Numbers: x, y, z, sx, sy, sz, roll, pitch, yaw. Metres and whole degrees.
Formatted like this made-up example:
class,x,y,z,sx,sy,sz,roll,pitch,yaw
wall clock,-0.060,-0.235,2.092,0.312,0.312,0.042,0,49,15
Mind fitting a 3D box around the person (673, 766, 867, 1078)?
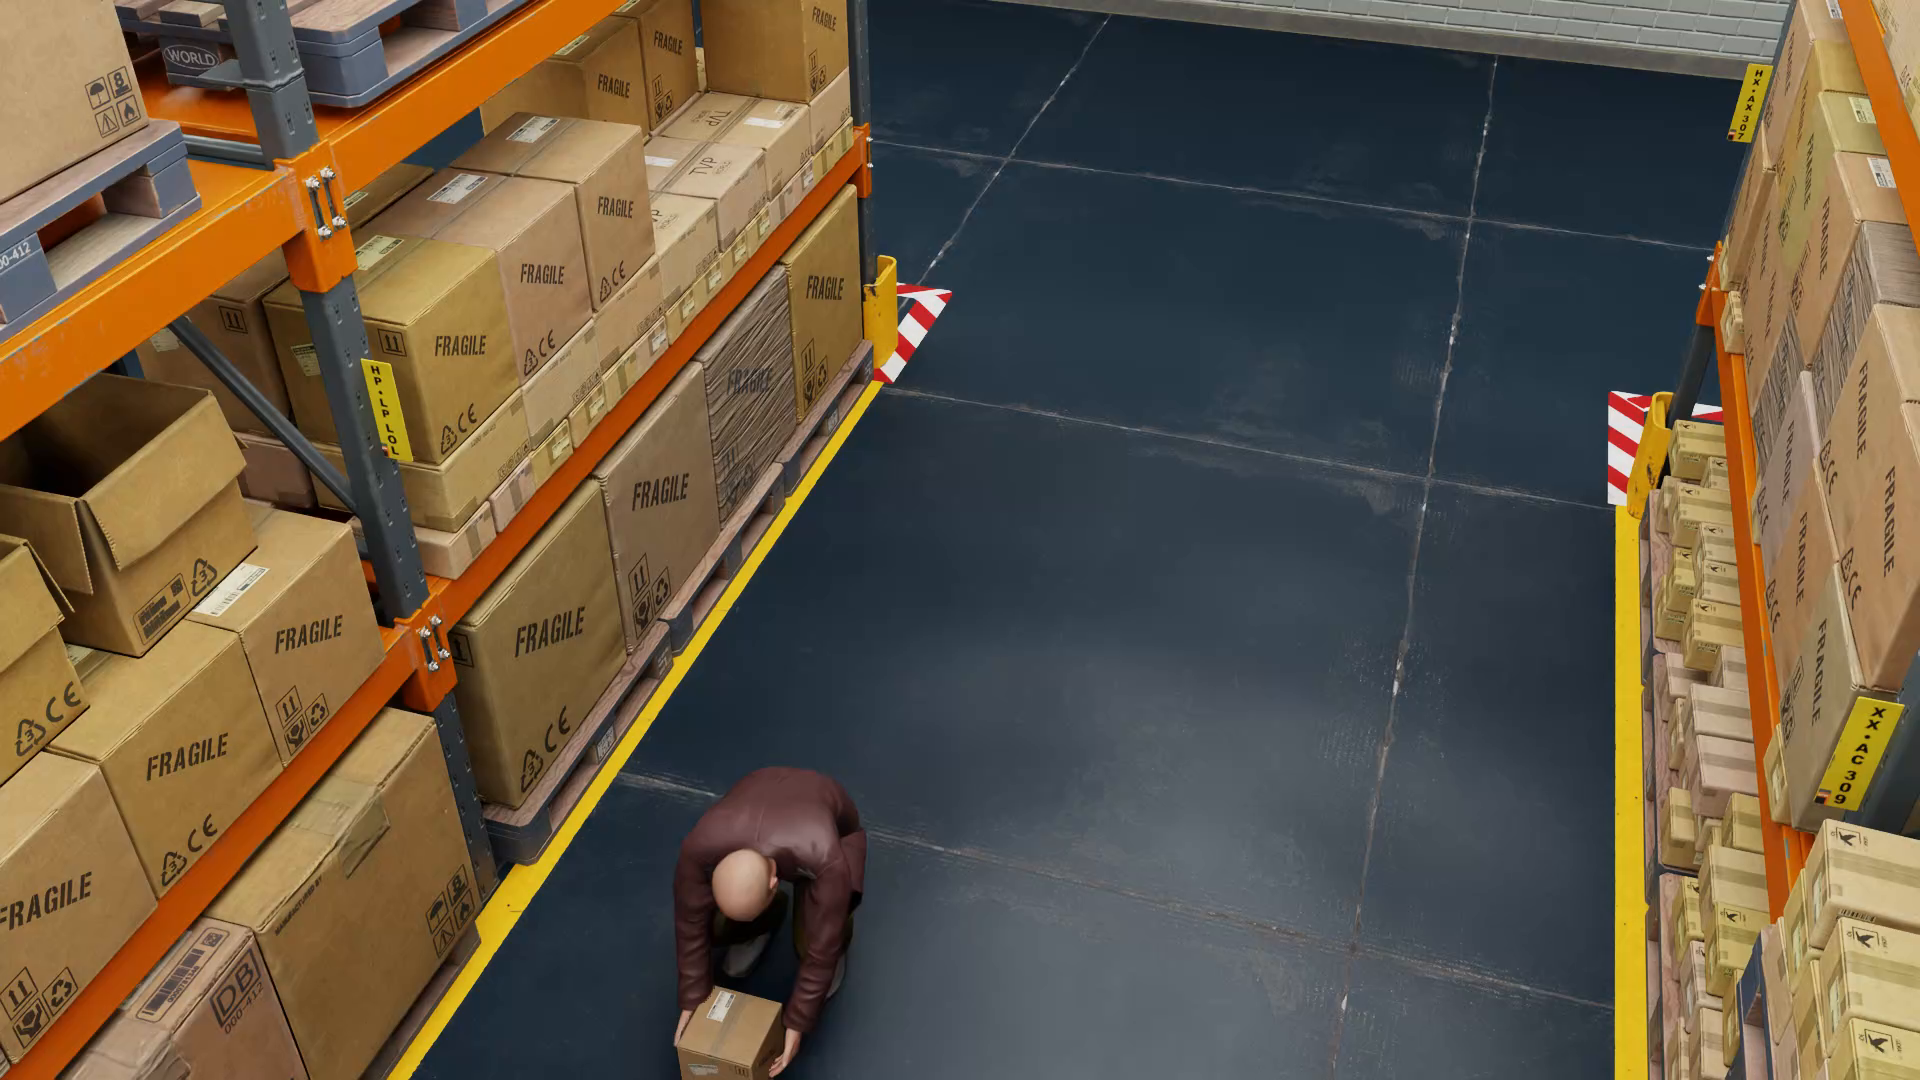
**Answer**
class,x,y,z,sx,sy,sz,roll,pitch,yaw
person,-0.594,1.122,5.347,0.610,0.947,0.907,11,38,14
